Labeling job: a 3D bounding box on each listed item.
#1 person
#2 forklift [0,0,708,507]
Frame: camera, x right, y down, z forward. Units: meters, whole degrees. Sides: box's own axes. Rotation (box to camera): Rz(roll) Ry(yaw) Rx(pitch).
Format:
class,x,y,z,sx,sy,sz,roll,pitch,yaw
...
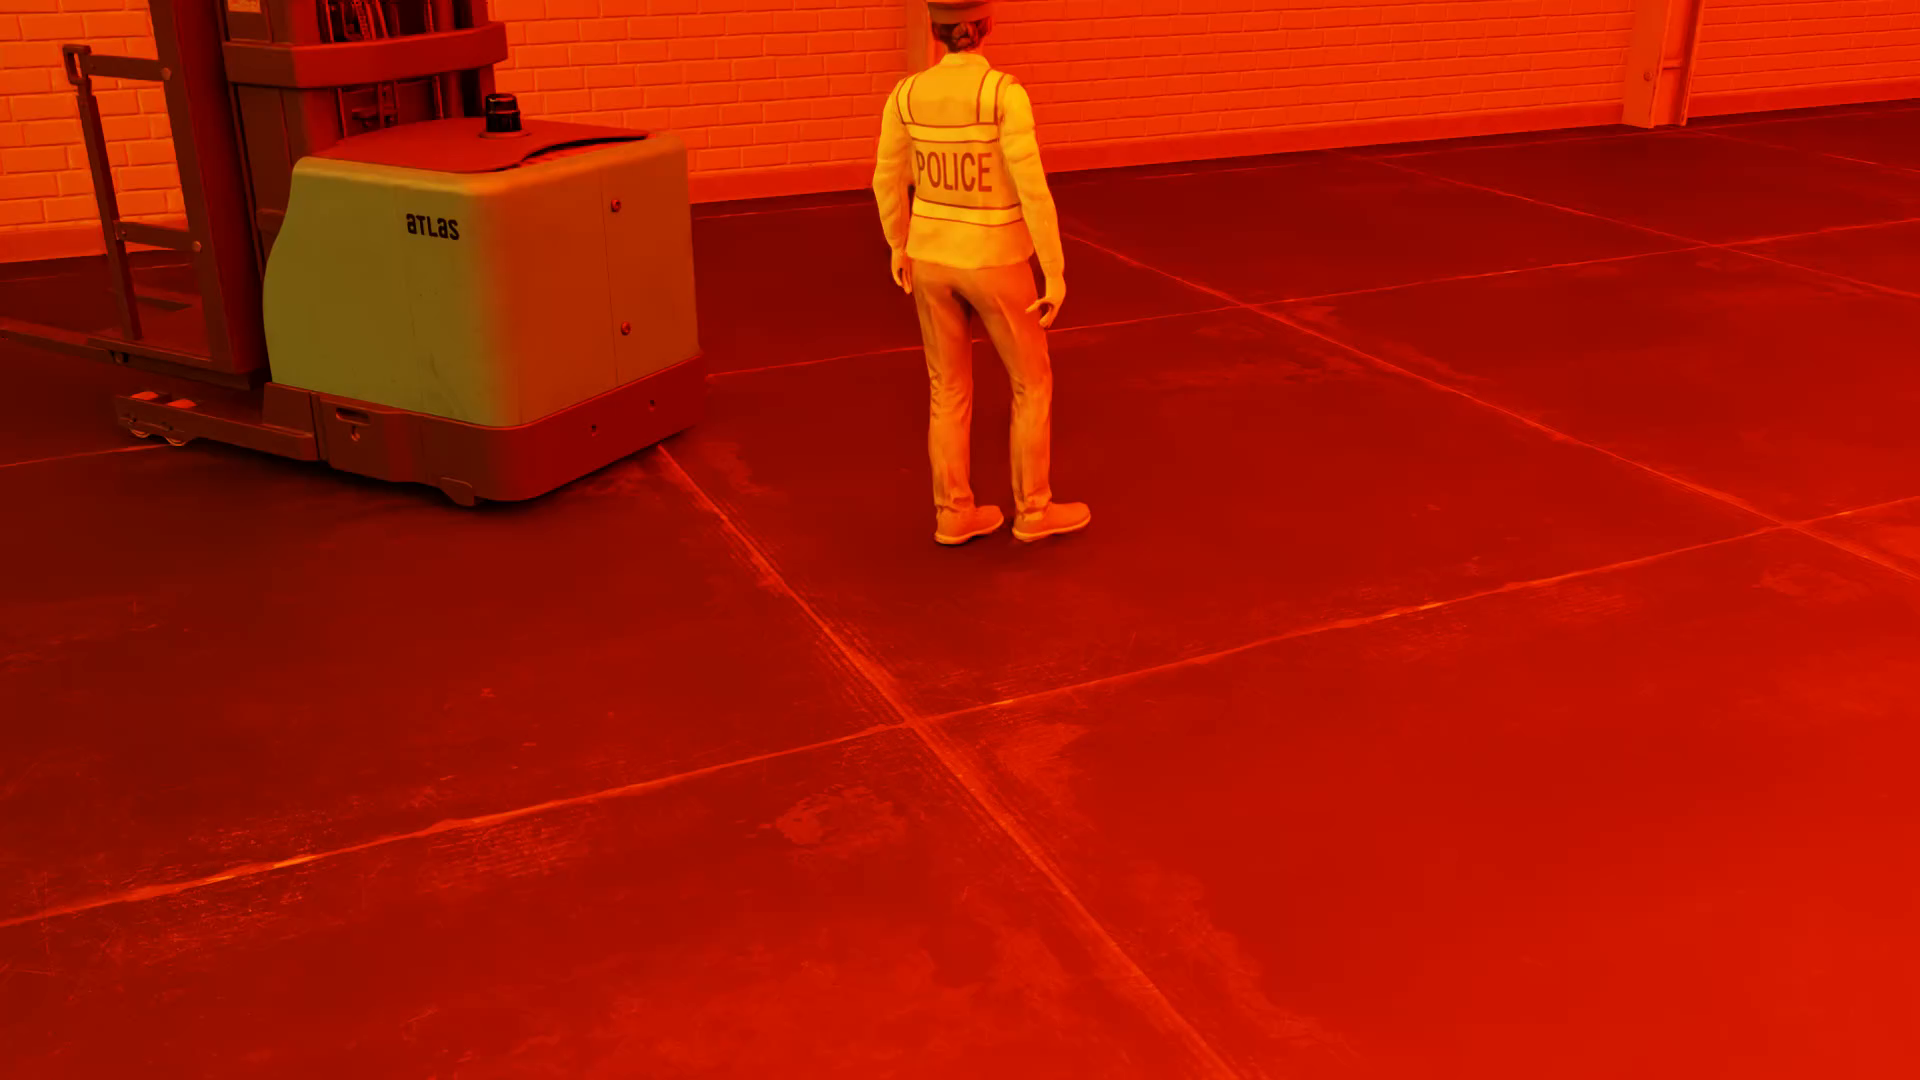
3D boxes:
class,x,y,z,sx,sy,sz,roll,pitch,yaw
person,0.048,-0.811,4.889,0.646,1.668,0.417,10,24,22
forklift,-2.450,-1.849,5.736,3.031,2.935,1.130,12,25,26
